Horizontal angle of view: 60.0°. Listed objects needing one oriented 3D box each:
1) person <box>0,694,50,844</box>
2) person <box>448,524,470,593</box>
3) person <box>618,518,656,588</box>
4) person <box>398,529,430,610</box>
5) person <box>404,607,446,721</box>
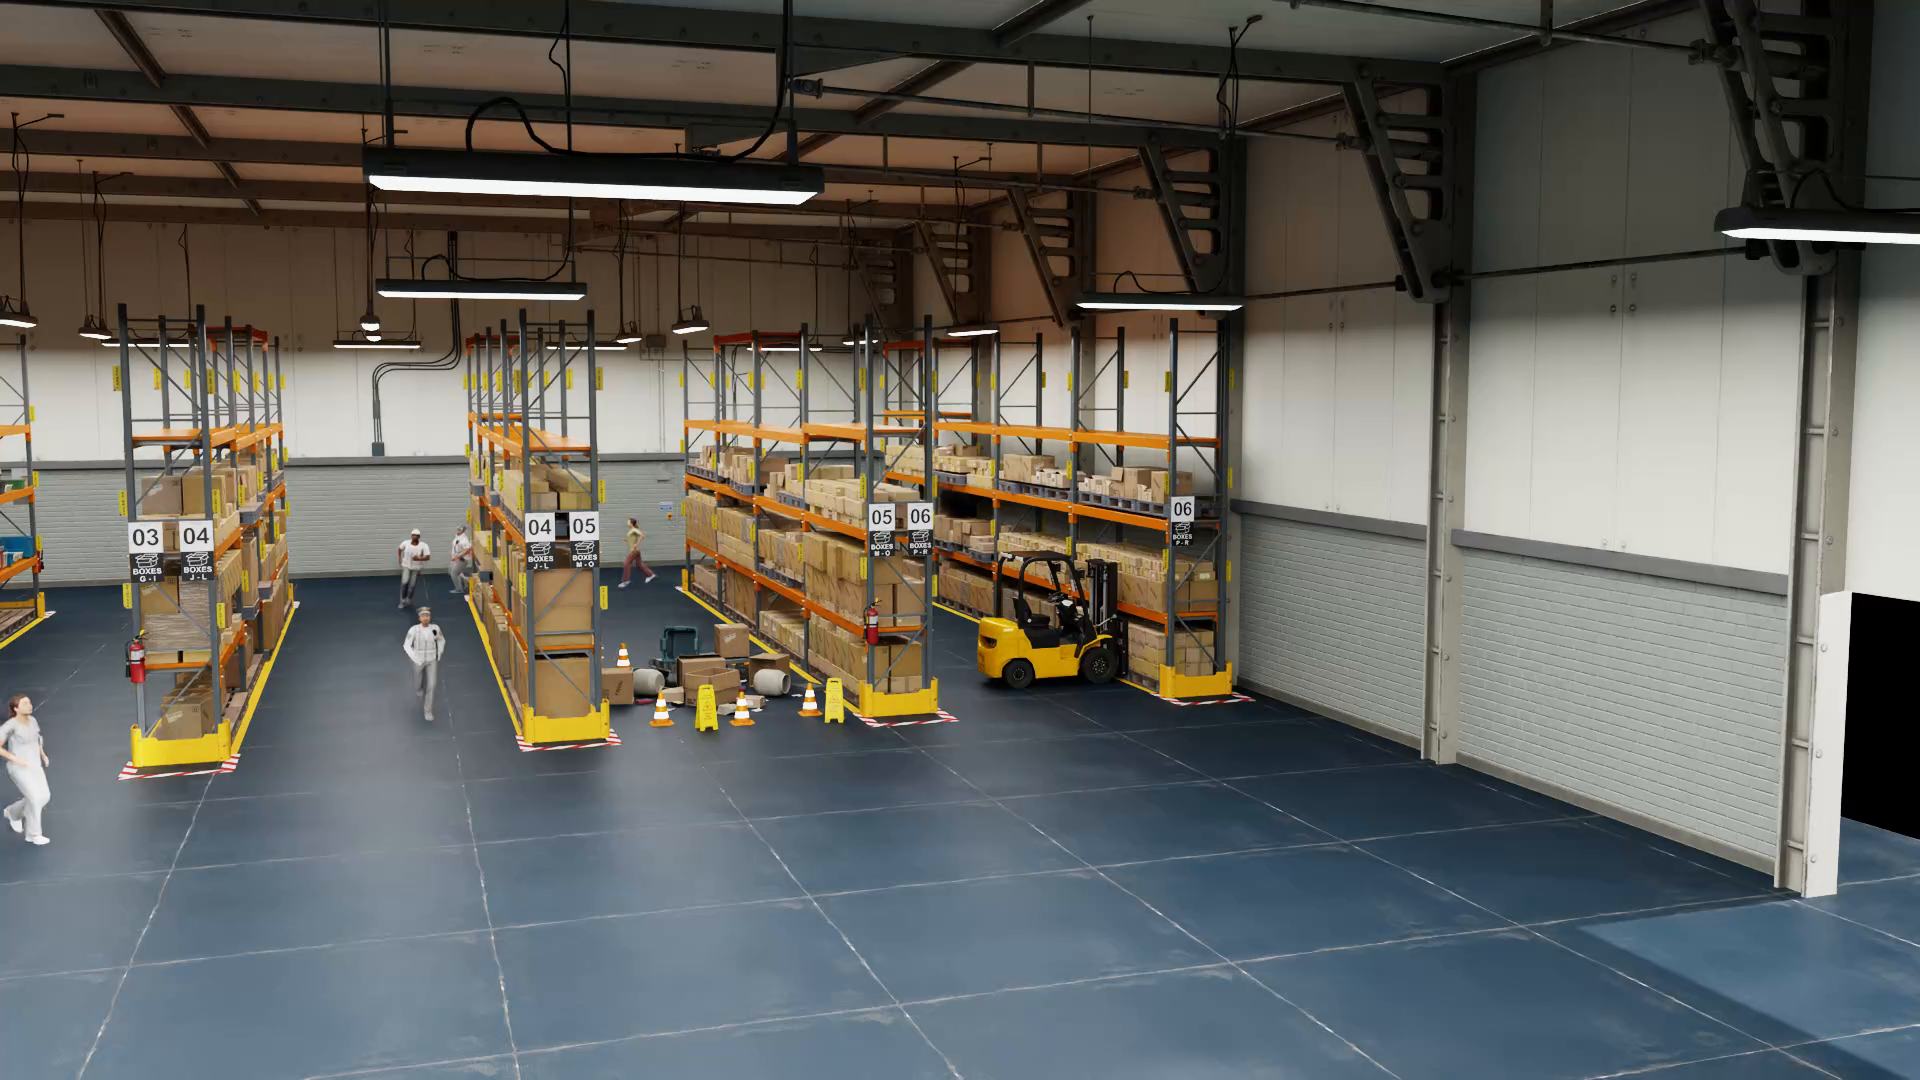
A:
[{"bbox_3d":[-10.207,2.480,18.050,0.619,1.643,0.574,1,6,14],"label":"person"},{"bbox_3d":[-11.780,0.434,39.317,0.555,1.685,0.742,-4,6,-33],"label":"person"},{"bbox_3d":[-7.933,0.304,40.778,0.945,1.701,0.580,-1,6,-15],"label":"person"},{"bbox_3d":[-12.143,0.644,36.965,0.709,1.796,0.687,-2,6,-16],"label":"person"},{"bbox_3d":[-8.045,1.828,25.022,0.603,1.684,0.933,-2,6,-18],"label":"person"}]
